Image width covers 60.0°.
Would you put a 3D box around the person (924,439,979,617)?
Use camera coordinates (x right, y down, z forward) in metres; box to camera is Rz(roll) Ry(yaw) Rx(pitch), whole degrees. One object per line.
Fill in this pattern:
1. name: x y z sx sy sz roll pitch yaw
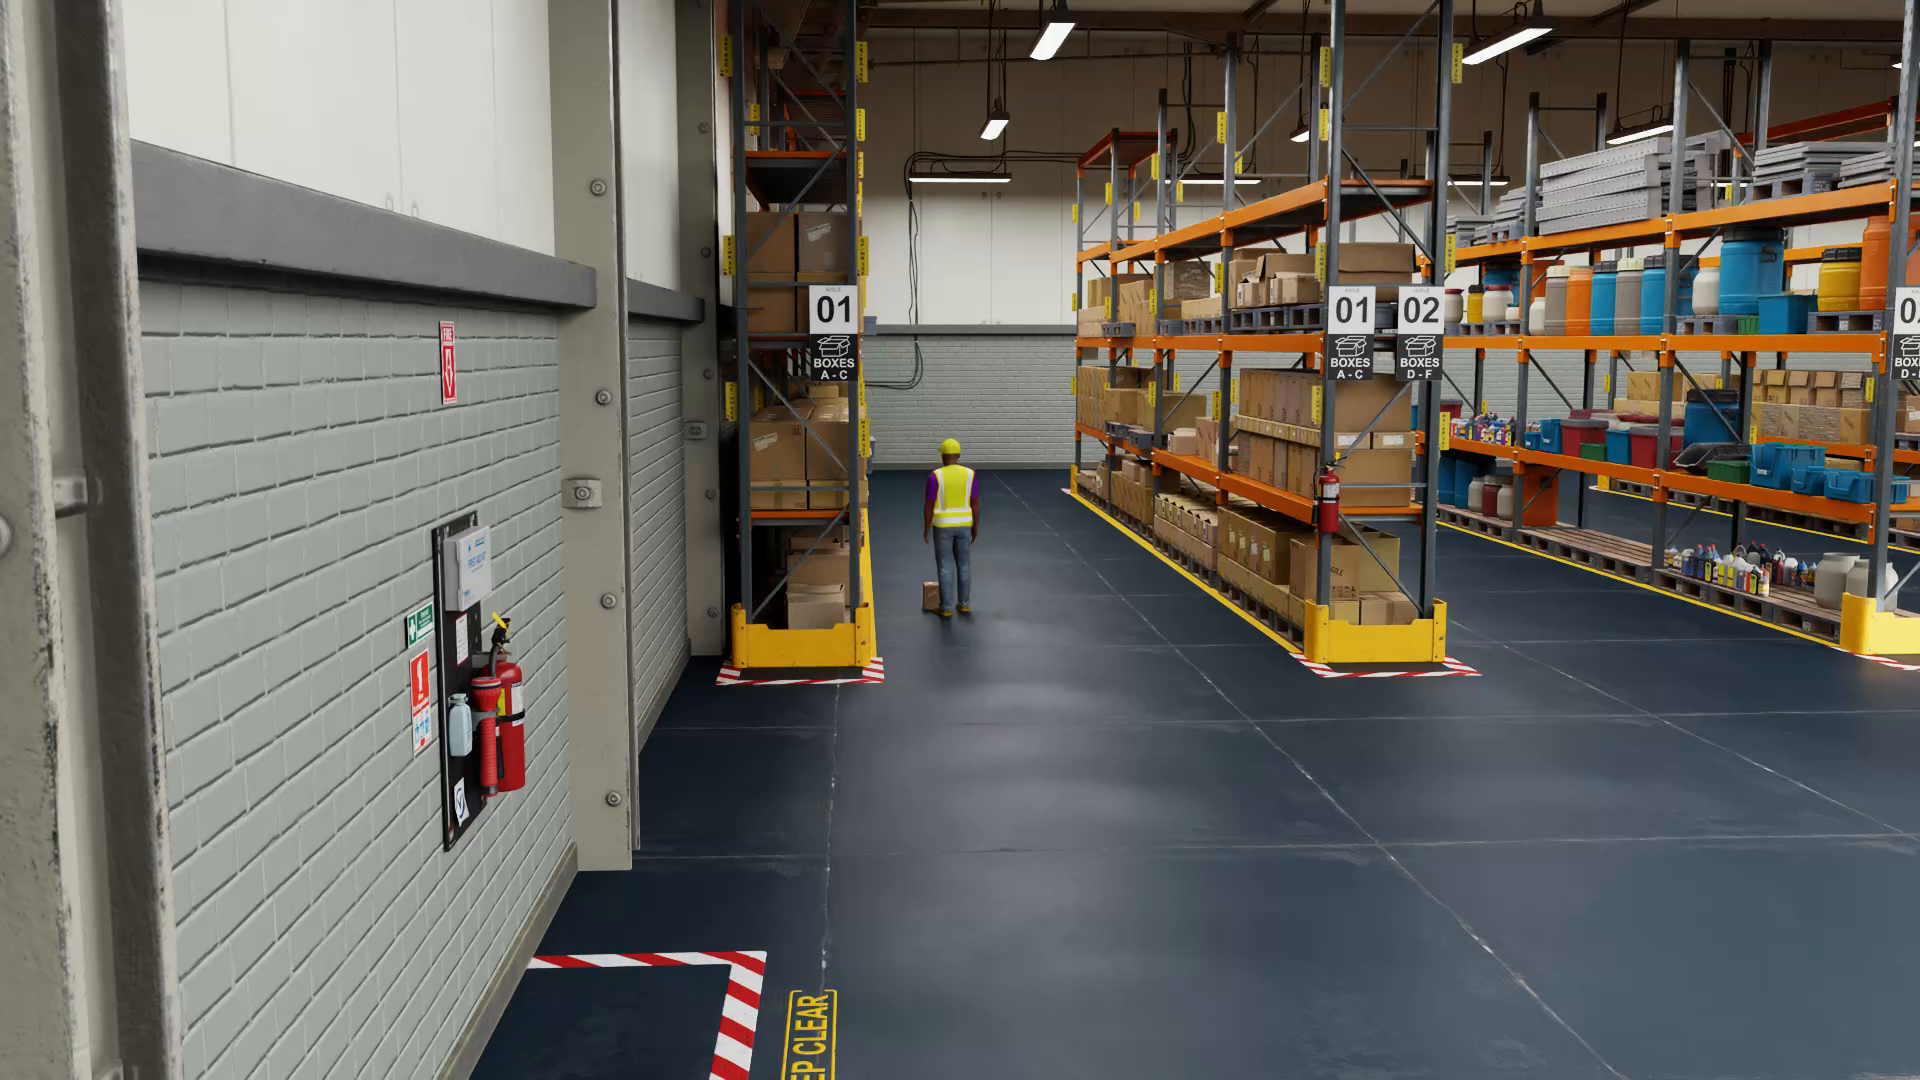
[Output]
1. person: -0.116 -0.138 16.760 0.569 1.771 0.496 -3 7 -21
